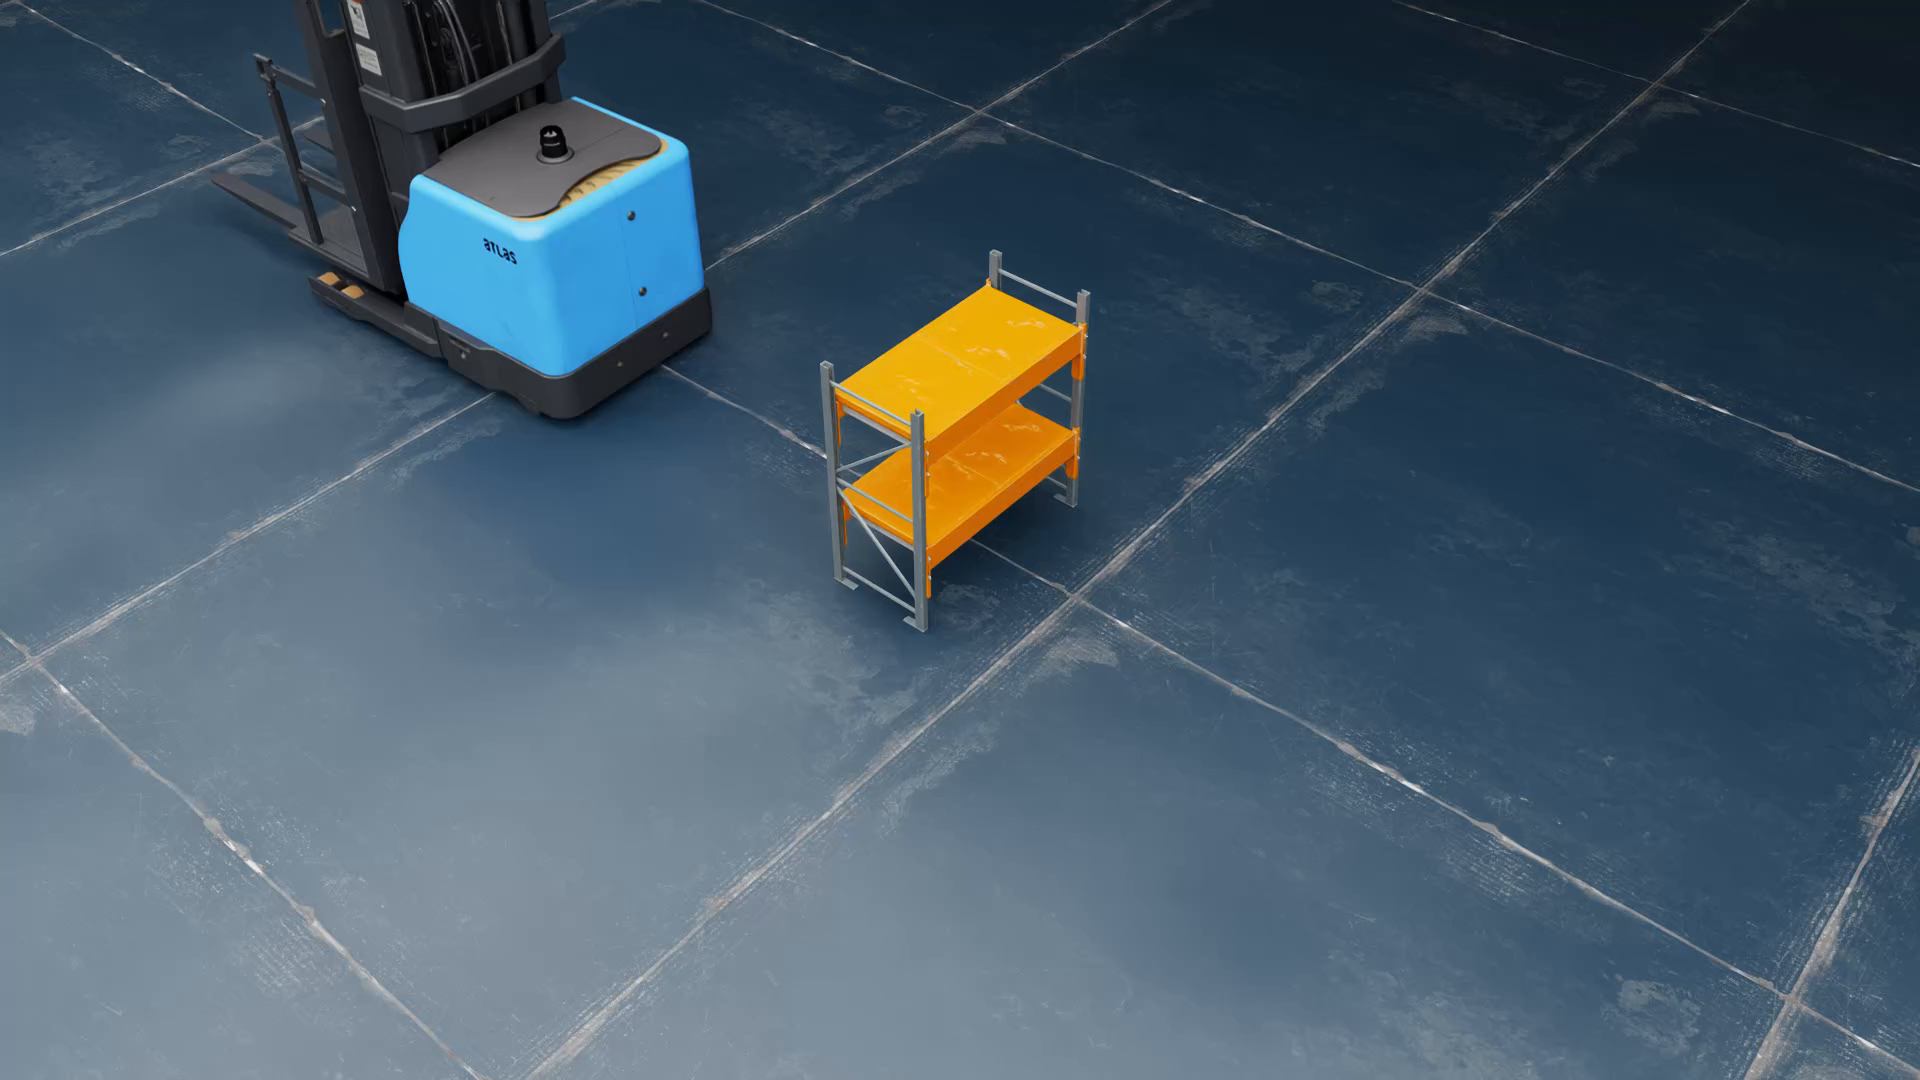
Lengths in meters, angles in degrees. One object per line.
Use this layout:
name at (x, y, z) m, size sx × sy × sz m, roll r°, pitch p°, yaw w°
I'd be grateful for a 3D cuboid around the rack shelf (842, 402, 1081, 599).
rack shelf at (-0.004, -0.232, 7.032) m, size 0.538 × 0.278 × 1.000 m, roll 29°, pitch 50°, yaw 28°

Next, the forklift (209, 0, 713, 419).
forklift at (-2.714, -2.468, 7.786) m, size 3.031 × 2.935 × 1.130 m, roll 27°, pitch 49°, yaw 27°

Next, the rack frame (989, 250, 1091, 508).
rack frame at (0.323, -0.674, 7.156) m, size 0.500 × 1.125 × 0.032 m, roll 29°, pitch 50°, yaw 28°

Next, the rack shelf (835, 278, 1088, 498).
rack shelf at (-0.004, -0.629, 6.671) m, size 0.538 × 0.278 × 1.000 m, roll 29°, pitch 50°, yaw 28°

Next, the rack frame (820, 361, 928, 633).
rack frame at (-0.331, -0.151, 6.580) m, size 0.500 × 1.125 × 0.032 m, roll 29°, pitch 50°, yaw 28°

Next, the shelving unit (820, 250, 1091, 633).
shelving unit at (-0.004, -0.413, 6.868) m, size 0.538 × 1.125 × 1.048 m, roll 29°, pitch 50°, yaw 28°
